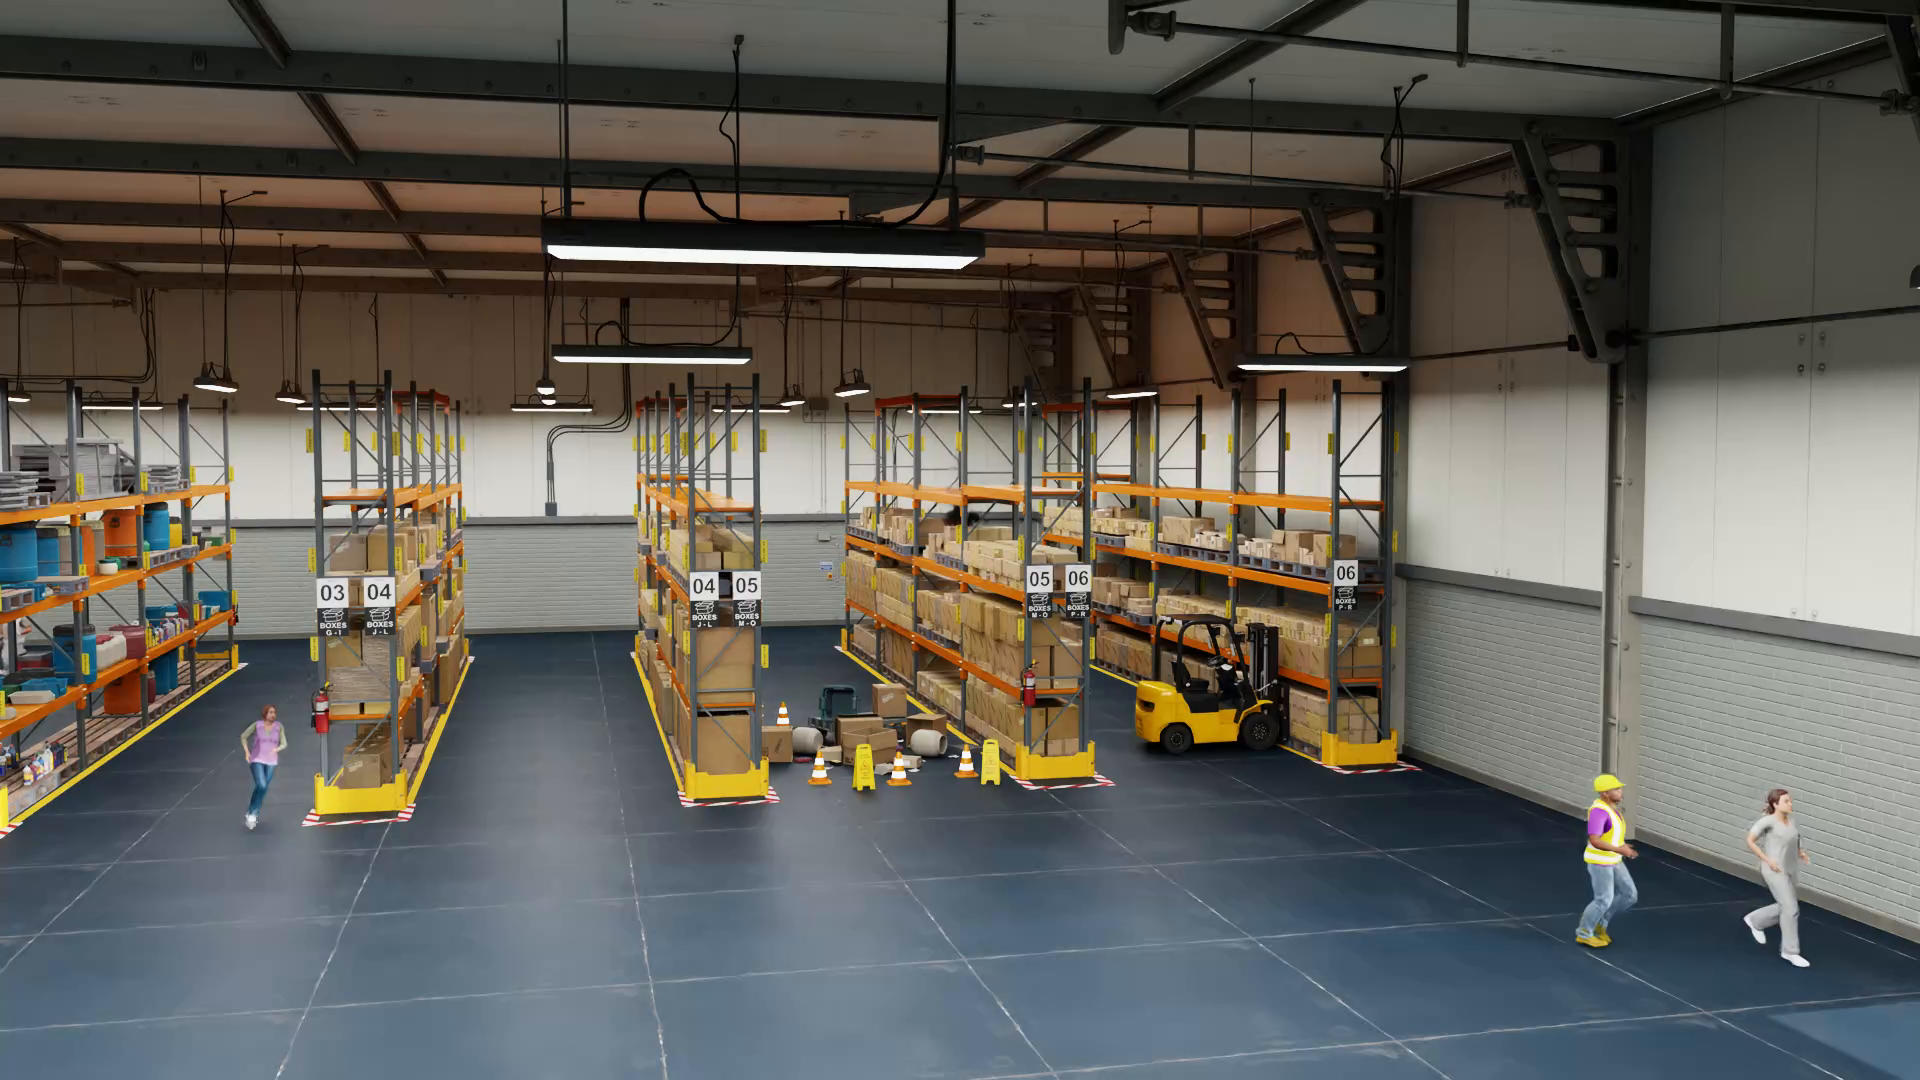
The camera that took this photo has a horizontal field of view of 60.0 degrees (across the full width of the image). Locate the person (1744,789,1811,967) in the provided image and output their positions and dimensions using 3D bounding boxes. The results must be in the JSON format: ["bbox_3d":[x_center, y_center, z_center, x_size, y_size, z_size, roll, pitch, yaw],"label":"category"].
[{"bbox_3d":[7.932,3.239,16.173,0.574,1.662,0.769,-2,4,-26],"label":"person"}]

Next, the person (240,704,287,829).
[{"bbox_3d":[-9.160,2.957,21.889,0.544,1.593,0.625,-3,4,-41],"label":"person"}]

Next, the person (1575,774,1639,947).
[{"bbox_3d":[6.410,3.177,16.418,0.629,1.734,0.695,3,4,38],"label":"person"}]

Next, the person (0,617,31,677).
[{"bbox_3d":[-19.264,2.153,33.928,0.636,1.847,0.786,-1,3,-12],"label":"person"}]
